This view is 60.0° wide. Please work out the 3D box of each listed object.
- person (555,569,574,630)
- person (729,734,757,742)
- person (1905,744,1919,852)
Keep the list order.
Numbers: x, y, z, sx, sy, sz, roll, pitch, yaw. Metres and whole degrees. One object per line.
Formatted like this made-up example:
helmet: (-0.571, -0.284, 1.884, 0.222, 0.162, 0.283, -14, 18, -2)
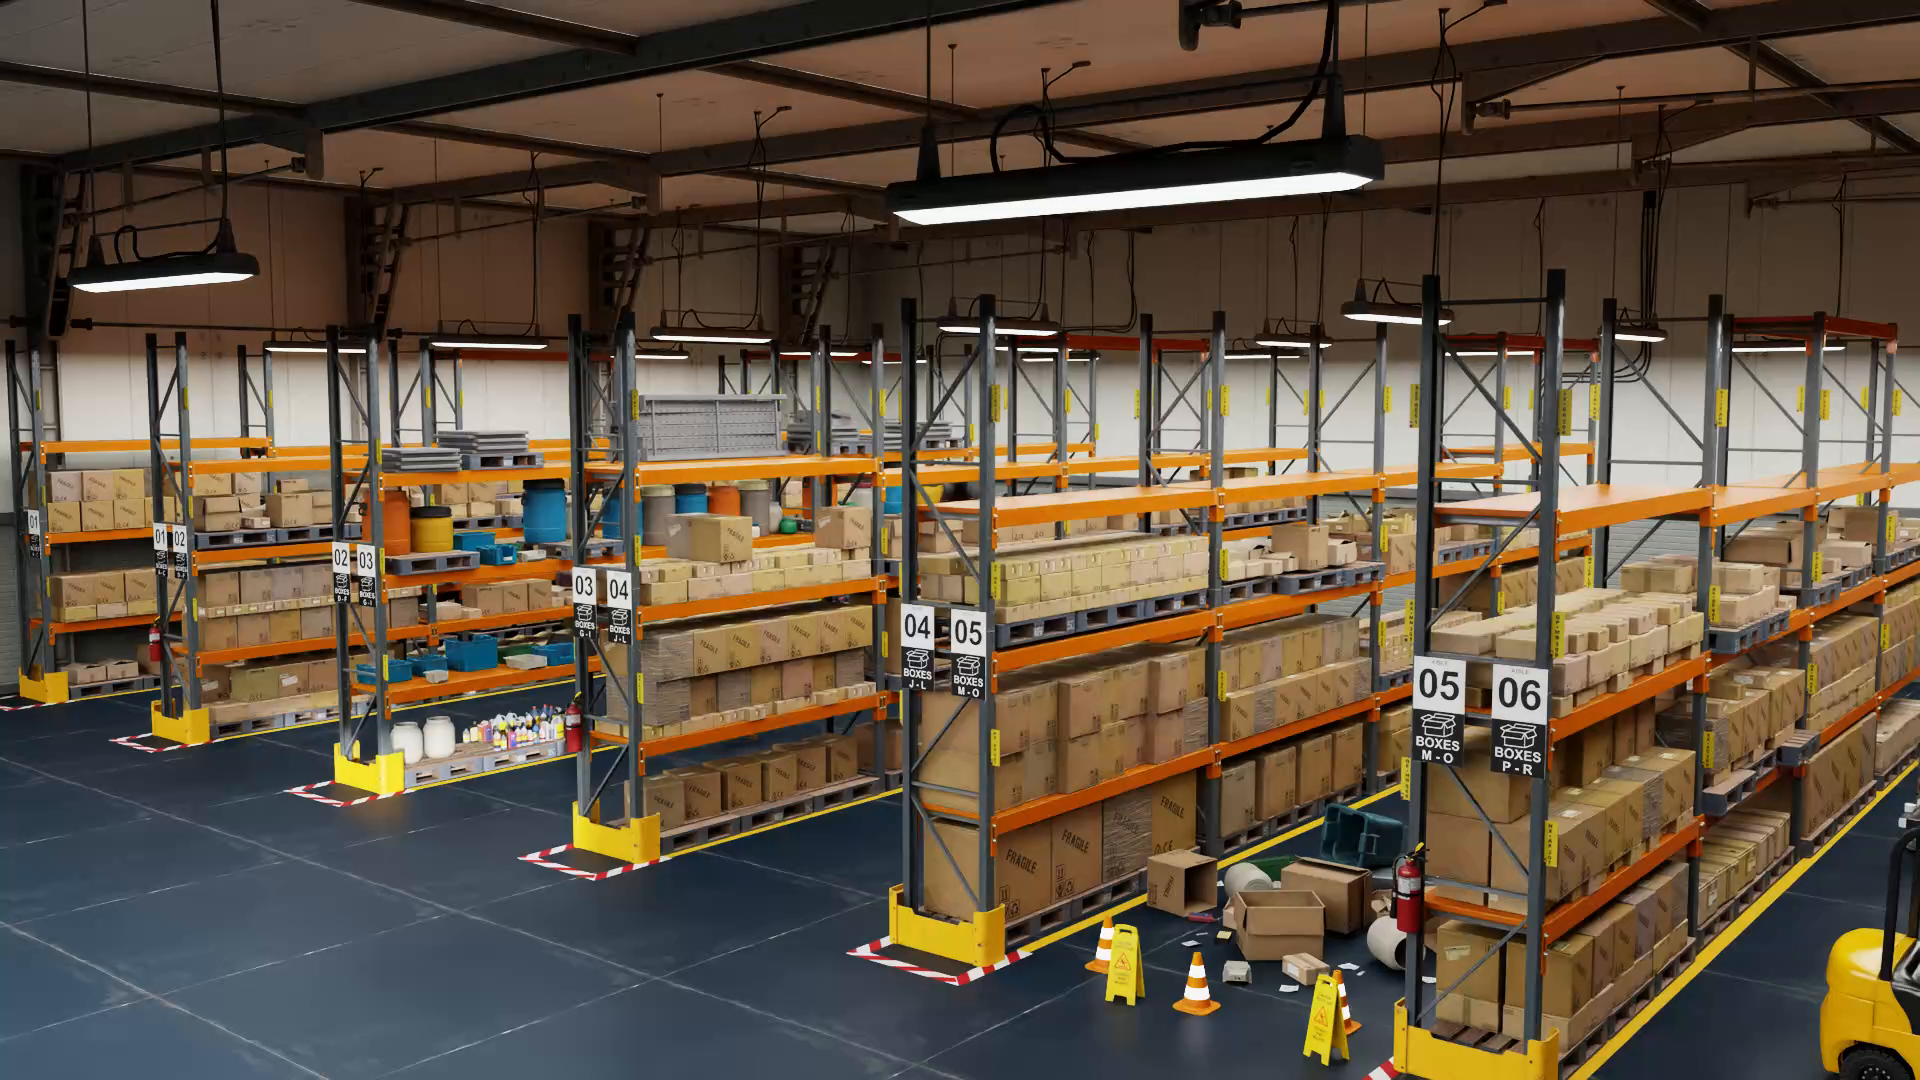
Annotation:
person: (-7.989, 1.239, 34.280, 0.614, 1.688, 0.604, 4, 6, 37)
person: (-3.168, 2.042, 24.206, 0.691, 1.828, 0.515, -3, 6, -26)
person: (10.938, 2.633, 18.621, 0.661, 1.757, 0.472, -2, 6, -21)
